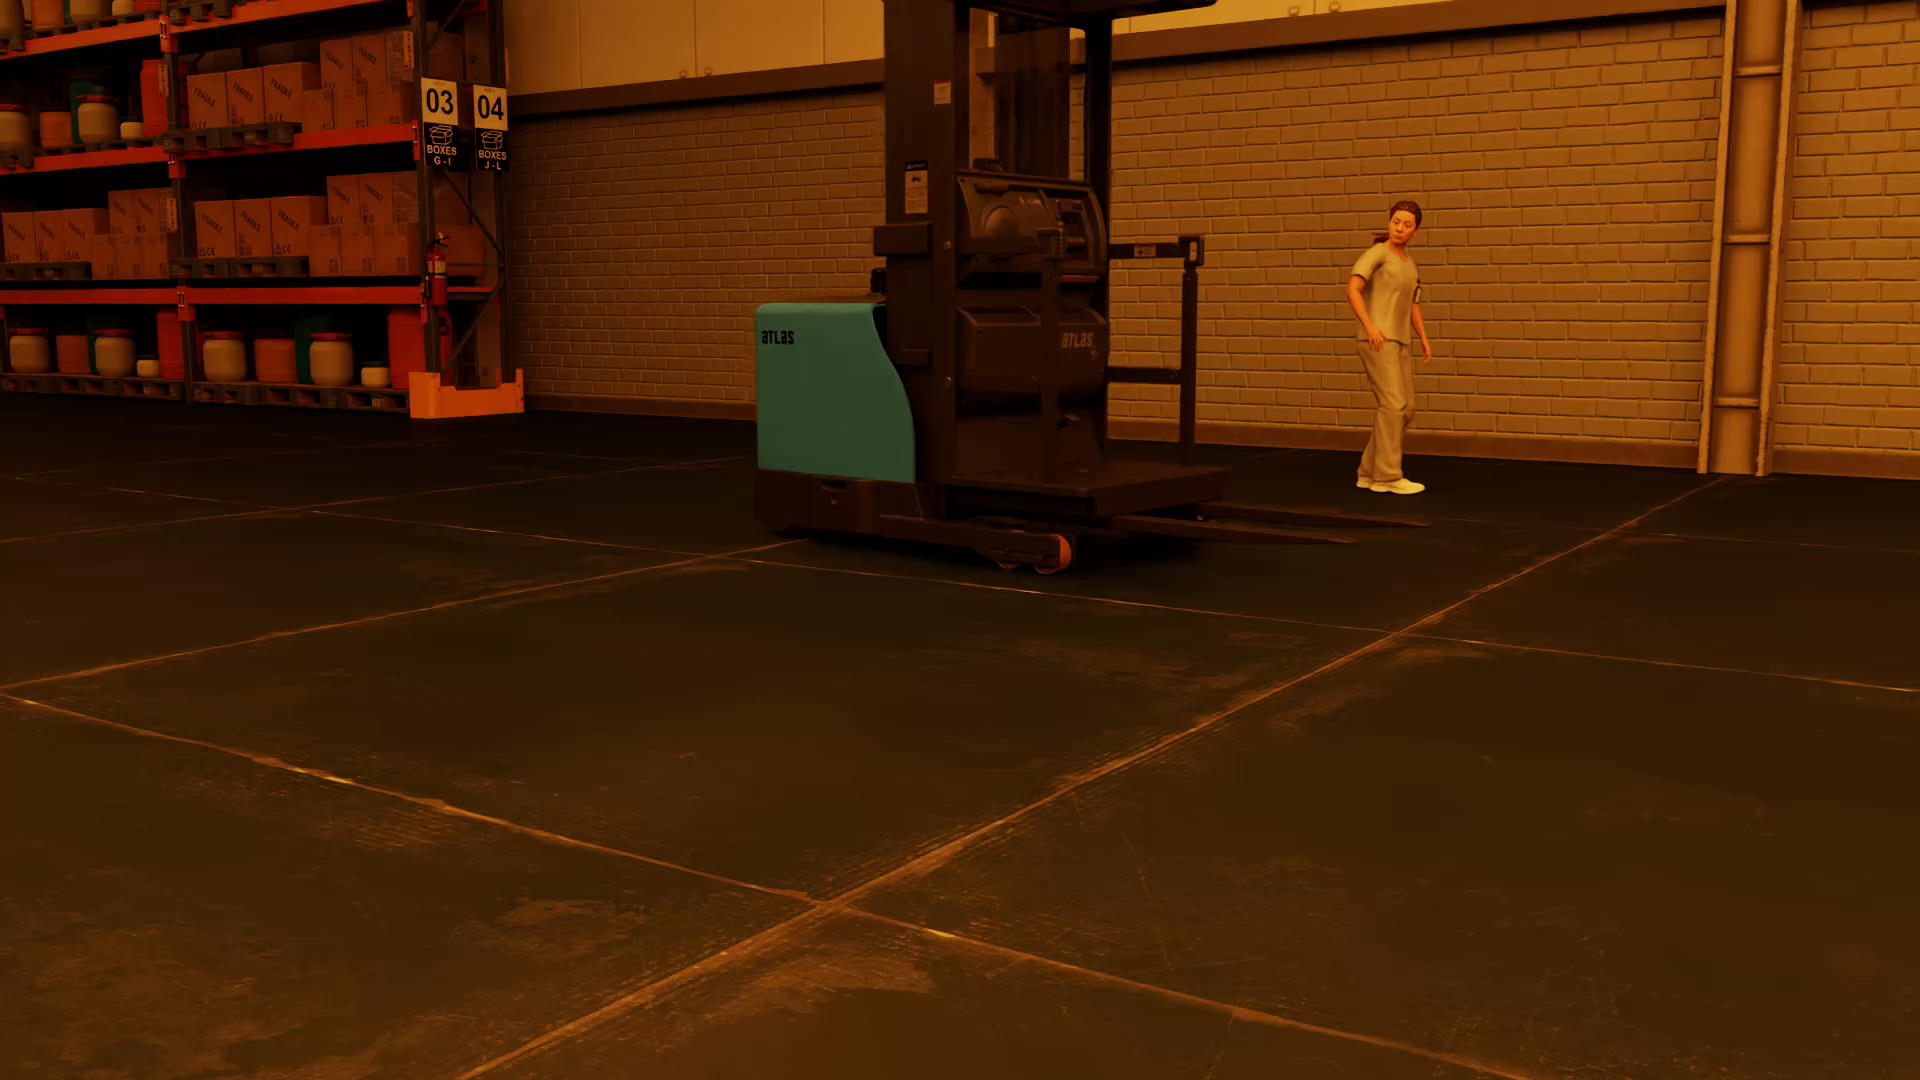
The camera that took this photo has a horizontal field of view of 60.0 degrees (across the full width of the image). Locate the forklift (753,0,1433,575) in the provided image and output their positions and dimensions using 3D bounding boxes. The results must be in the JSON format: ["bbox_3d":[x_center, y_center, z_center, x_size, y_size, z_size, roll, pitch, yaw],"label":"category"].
[{"bbox_3d":[0.478,-1.396,7.007,3.031,2.935,1.130,7,11,40],"label":"forklift"}]

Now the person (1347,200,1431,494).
[{"bbox_3d":[2.512,-1.100,9.500,0.481,1.649,0.639,7,10,39],"label":"person"}]
